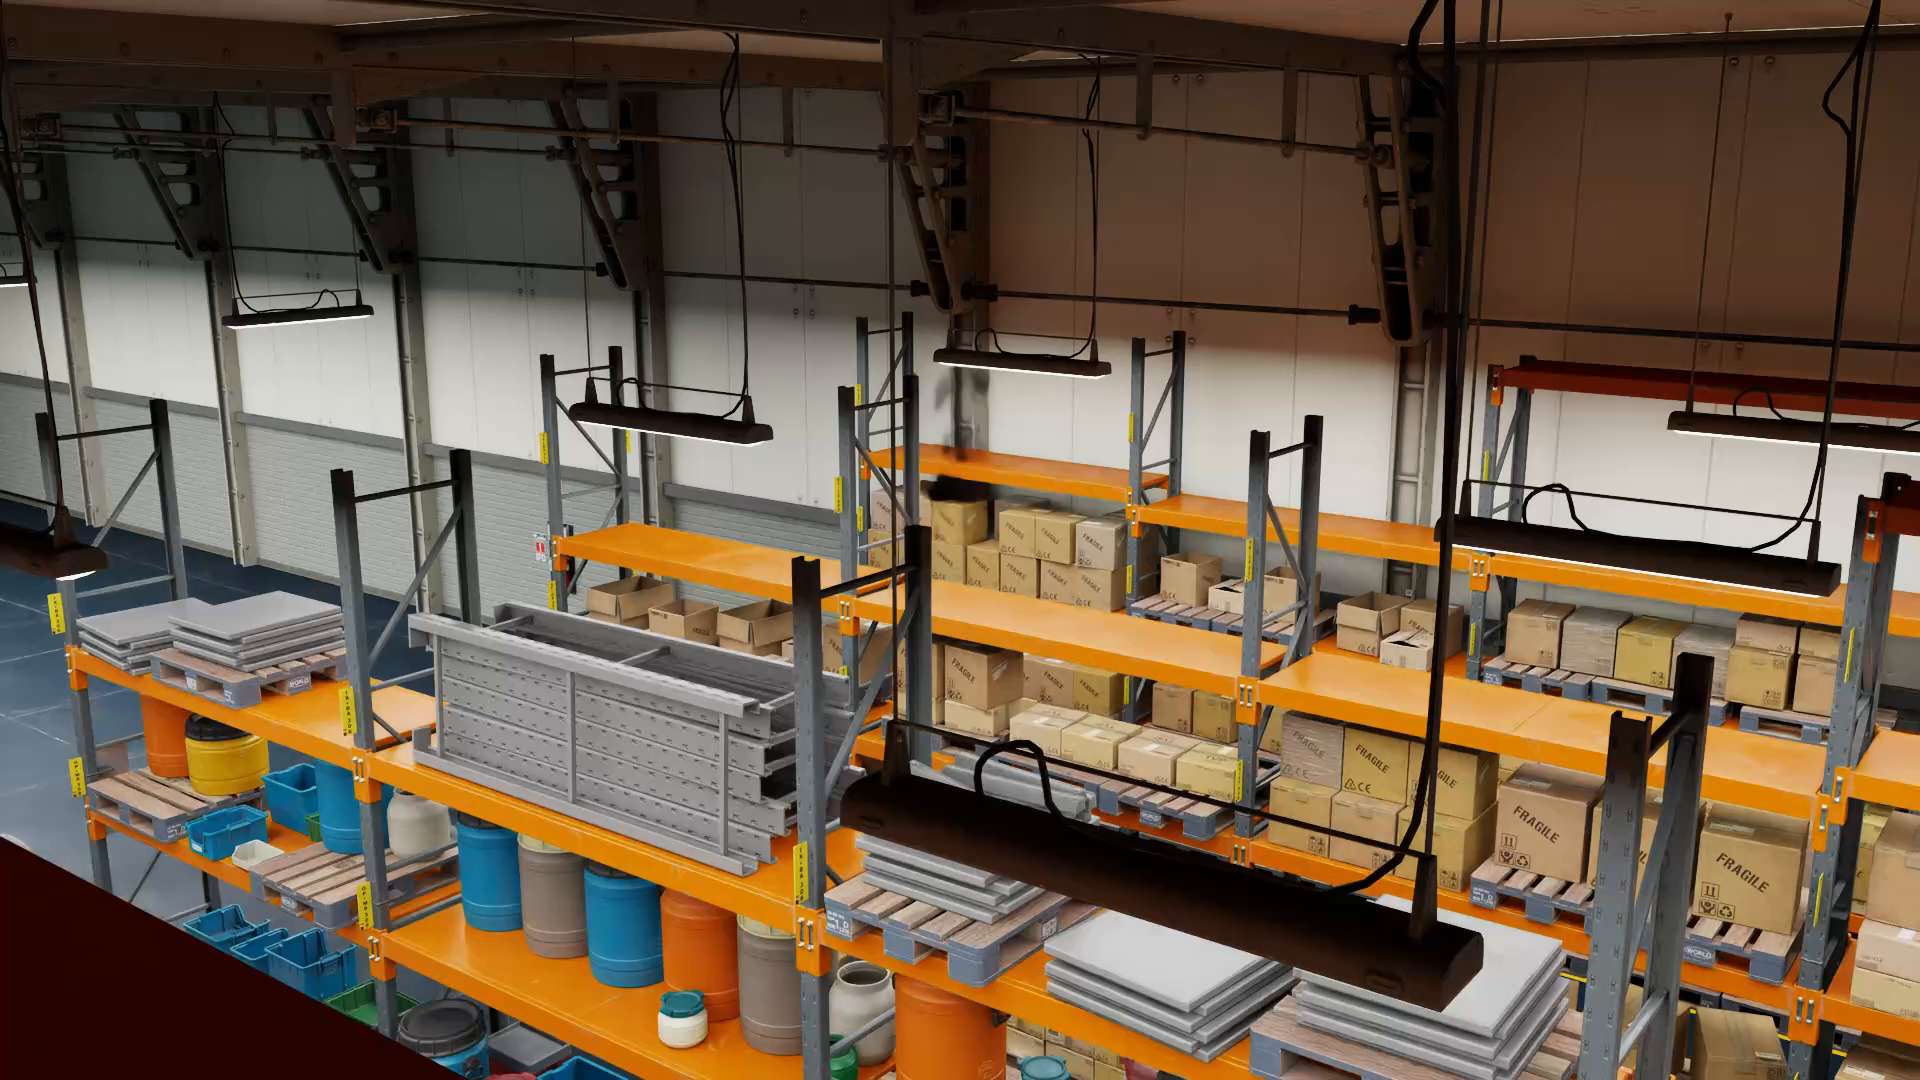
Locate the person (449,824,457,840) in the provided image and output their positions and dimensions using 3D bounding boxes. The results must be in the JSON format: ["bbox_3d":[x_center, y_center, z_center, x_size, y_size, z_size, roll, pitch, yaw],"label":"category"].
[{"bbox_3d":[-6.076,2.957,18.857,0.944,1.659,0.643,-6,14,-25],"label":"person"}]
